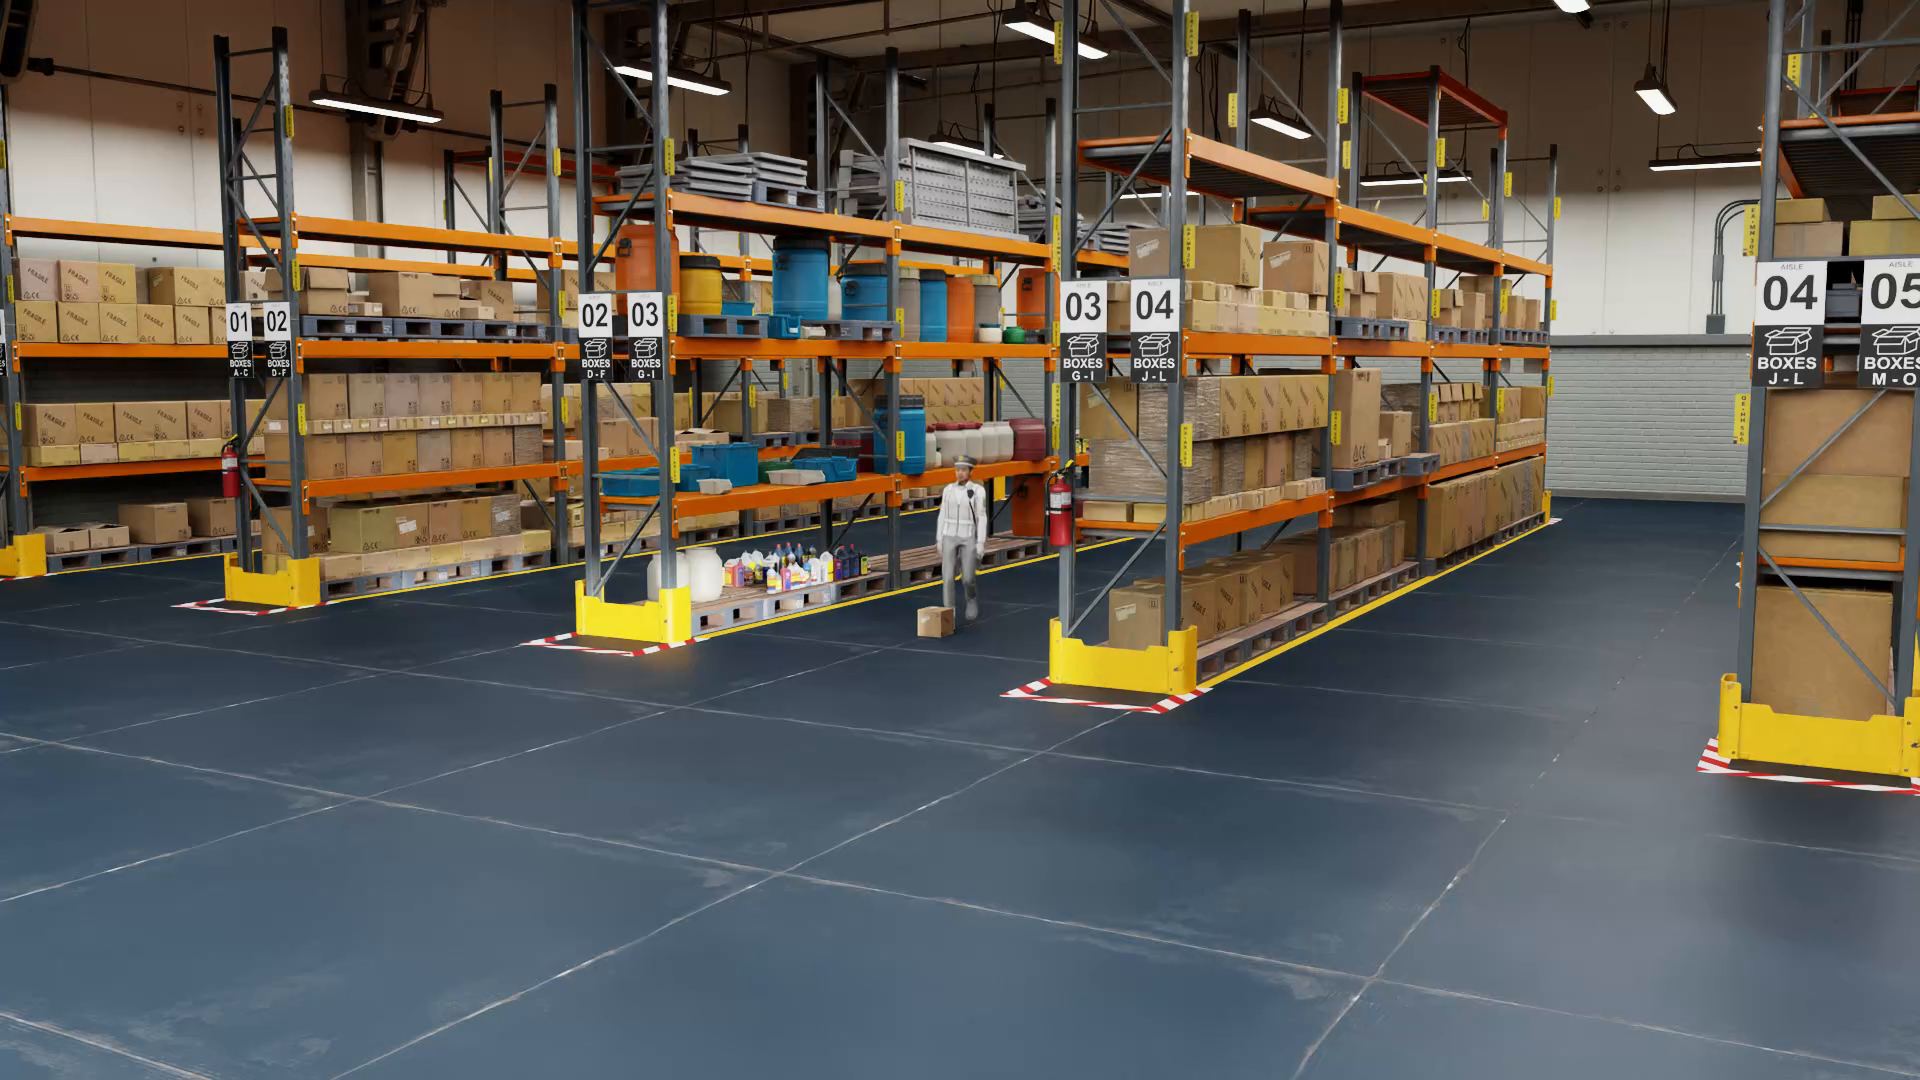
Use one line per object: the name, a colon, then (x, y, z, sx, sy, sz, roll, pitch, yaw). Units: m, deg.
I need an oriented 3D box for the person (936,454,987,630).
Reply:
person: (0.011, 0.010, 16.094, 0.506, 1.683, 0.535, 2, 6, 14)
